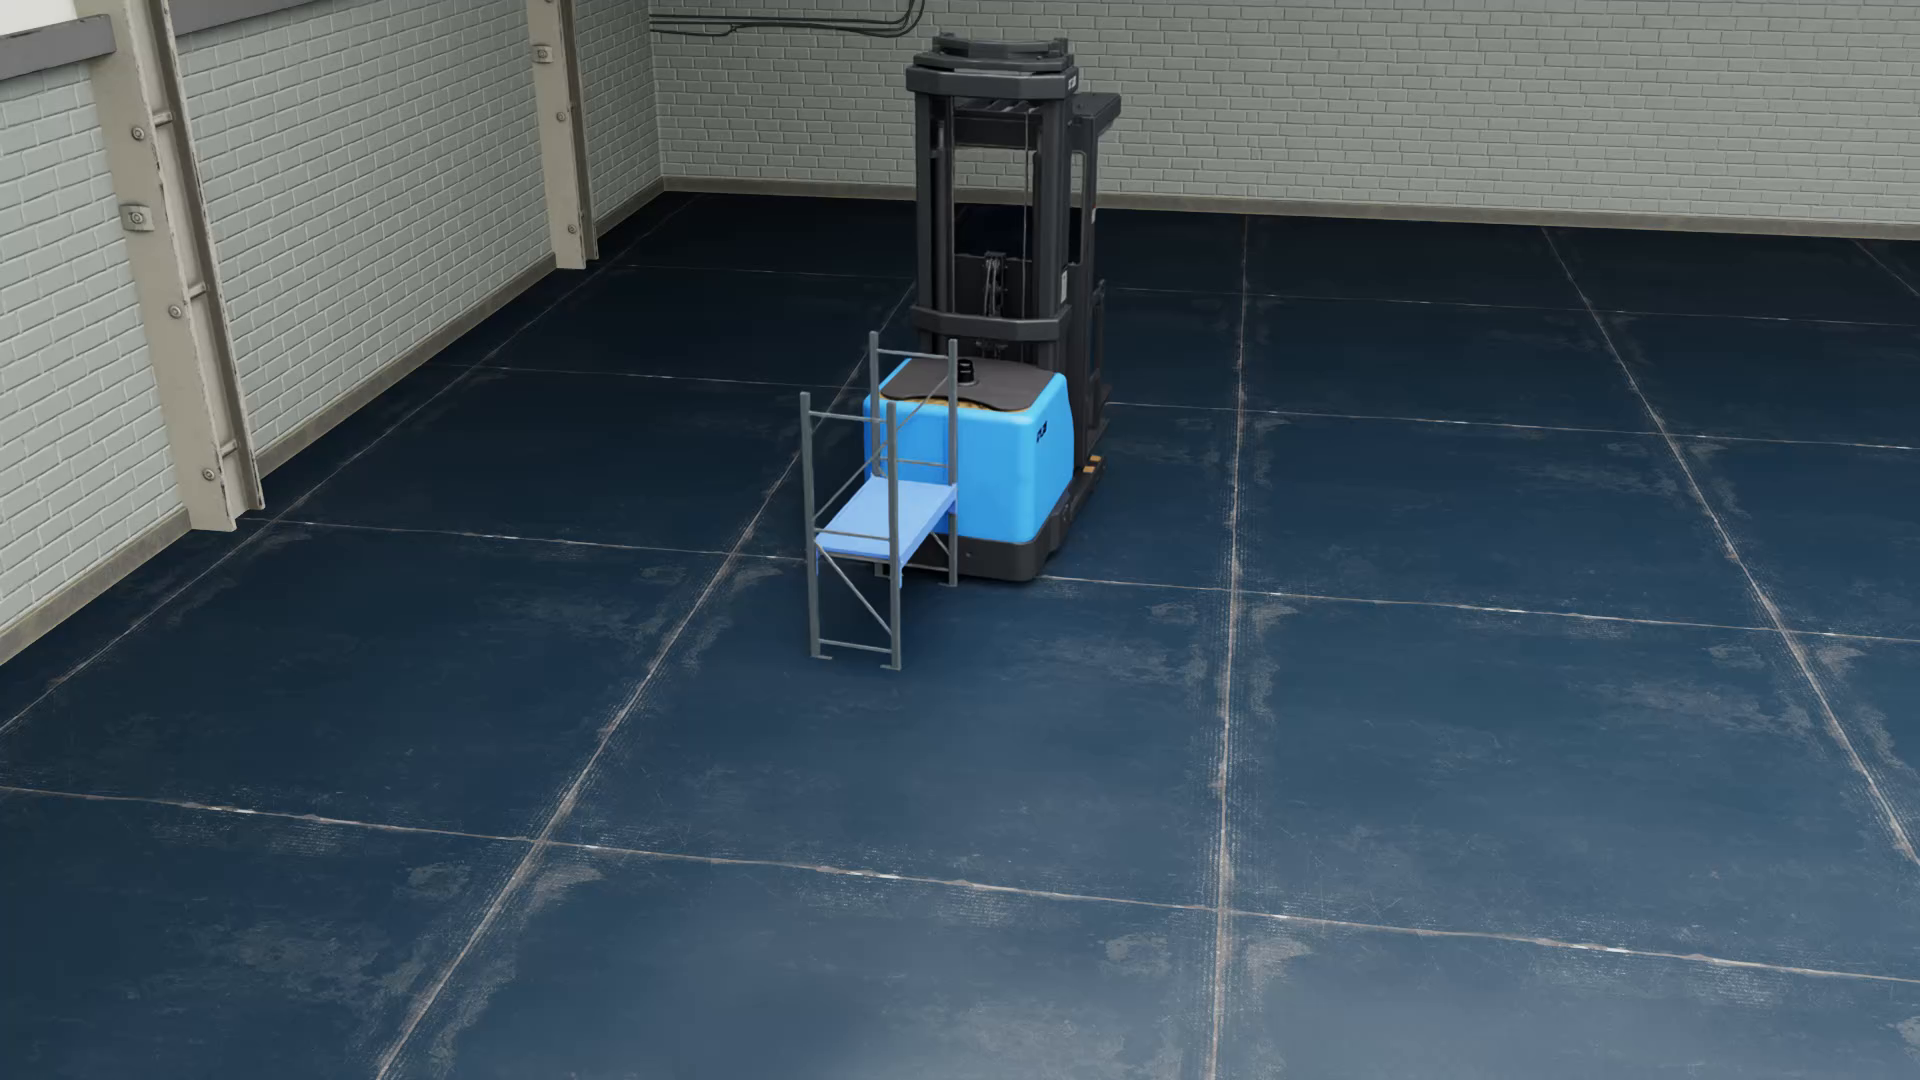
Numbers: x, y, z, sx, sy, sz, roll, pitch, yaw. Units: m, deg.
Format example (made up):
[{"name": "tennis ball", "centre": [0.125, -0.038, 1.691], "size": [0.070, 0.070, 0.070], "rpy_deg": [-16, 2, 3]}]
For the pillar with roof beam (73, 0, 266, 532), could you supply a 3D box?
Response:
[{"name": "pillar with roof beam", "centre": [-0.408, -3.922, 8.015], "size": [9.100, 9.000, 0.400], "rpy_deg": [4, 25, 9]}]

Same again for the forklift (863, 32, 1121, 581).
[{"name": "forklift", "centre": [0.348, -1.691, 10.405], "size": [1.130, 2.935, 3.031], "rpy_deg": [7, 26, 15]}]

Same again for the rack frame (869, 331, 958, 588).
[{"name": "rack frame", "centre": [-0.258, -0.436, 9.412], "size": [0.500, 1.500, 0.032], "rpy_deg": [7, 26, 15]}]

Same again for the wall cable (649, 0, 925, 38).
[{"name": "wall cable", "centre": [-1.888, -6.464, 17.108], "size": [3.097, 2.526, 0.112], "rpy_deg": [4, 25, 9]}]

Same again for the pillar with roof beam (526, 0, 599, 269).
[{"name": "pillar with roof beam", "centre": [0.573, -6.432, 13.376], "size": [9.100, 9.000, 0.400], "rpy_deg": [4, 25, 9]}]

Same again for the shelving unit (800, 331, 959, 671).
[{"name": "shelving unit", "centre": [-0.406, -0.230, 8.972], "size": [0.538, 1.500, 1.048], "rpy_deg": [7, 26, 15]}]

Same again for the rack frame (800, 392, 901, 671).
[{"name": "rack frame", "centre": [-0.554, -0.024, 8.531], "size": [0.500, 1.500, 0.032], "rpy_deg": [7, 26, 15]}]

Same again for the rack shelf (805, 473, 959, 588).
[{"name": "rack shelf", "centre": [-0.406, -0.067, 9.048], "size": [0.538, 0.185, 1.000], "rpy_deg": [7, 26, 15]}]
